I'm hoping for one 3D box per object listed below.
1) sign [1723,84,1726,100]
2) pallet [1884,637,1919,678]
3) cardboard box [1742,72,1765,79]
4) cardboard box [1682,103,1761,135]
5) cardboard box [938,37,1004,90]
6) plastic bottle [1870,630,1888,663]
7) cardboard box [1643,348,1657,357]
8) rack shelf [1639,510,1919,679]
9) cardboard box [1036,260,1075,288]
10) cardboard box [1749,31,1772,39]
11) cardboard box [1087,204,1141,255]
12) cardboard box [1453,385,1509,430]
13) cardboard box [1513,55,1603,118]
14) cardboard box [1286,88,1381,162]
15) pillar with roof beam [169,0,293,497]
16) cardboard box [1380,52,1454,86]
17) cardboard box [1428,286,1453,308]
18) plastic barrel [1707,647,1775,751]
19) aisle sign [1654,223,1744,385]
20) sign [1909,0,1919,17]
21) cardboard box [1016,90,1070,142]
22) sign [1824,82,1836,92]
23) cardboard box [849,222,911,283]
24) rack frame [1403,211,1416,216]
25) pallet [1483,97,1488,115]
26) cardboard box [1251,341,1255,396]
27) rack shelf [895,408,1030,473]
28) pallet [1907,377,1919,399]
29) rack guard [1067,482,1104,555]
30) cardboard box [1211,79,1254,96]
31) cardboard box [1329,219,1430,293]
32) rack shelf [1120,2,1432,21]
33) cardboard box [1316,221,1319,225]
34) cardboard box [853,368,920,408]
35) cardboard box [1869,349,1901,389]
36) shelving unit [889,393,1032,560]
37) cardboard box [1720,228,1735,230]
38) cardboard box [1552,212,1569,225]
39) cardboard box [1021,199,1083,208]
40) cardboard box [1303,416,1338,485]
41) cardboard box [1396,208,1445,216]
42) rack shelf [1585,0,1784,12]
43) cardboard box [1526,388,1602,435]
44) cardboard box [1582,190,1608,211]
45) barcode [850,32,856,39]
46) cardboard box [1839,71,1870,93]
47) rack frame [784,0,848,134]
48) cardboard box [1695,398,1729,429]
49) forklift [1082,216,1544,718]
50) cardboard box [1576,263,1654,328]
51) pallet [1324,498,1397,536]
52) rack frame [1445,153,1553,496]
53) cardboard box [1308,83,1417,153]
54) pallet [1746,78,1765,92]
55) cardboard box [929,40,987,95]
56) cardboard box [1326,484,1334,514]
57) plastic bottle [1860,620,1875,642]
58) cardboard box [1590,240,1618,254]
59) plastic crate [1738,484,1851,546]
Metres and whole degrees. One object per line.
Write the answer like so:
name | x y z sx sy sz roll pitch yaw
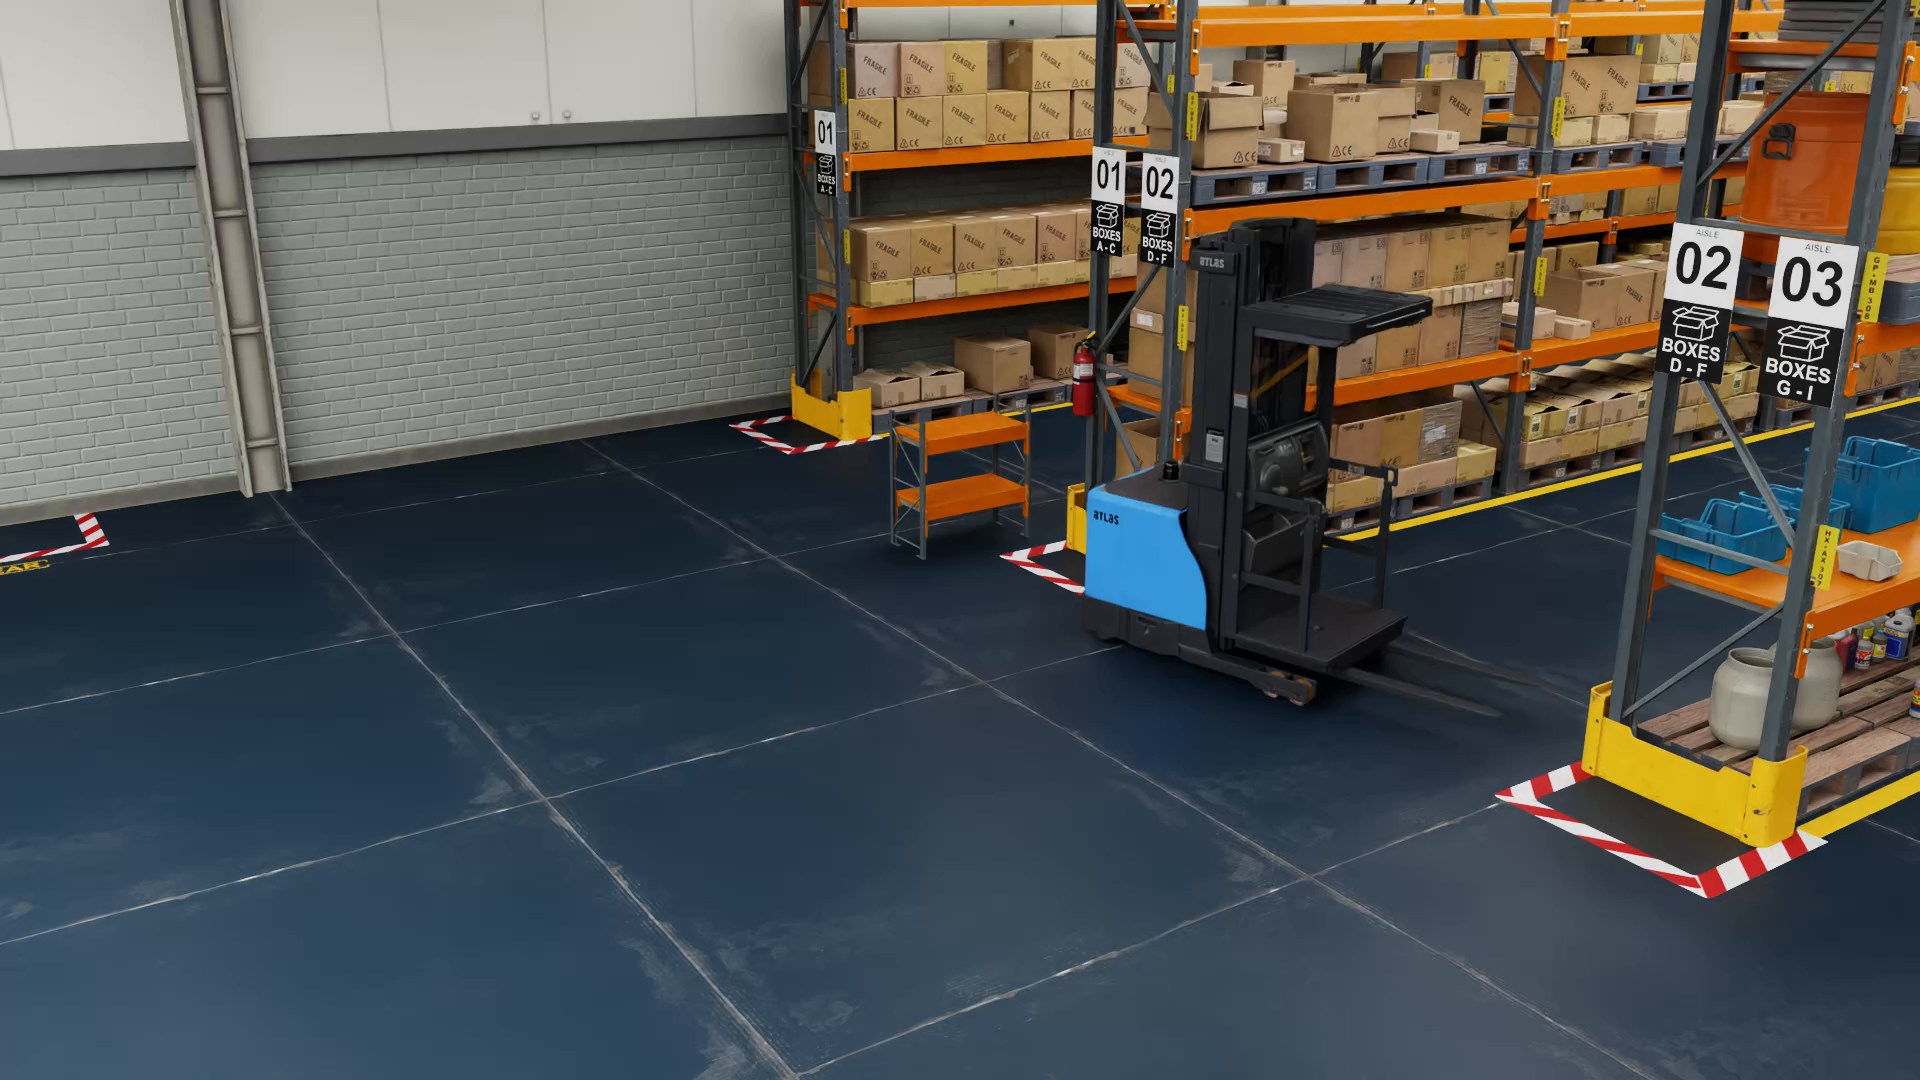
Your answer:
sign | 7.716 -4.475 16.807 0.005 0.325 0.100 -12 22 -31
pallet | 6.810 0.795 11.065 1.213 0.211 1.003 -12 22 -31
cardboard box | 11.067 -6.701 23.622 0.500 0.250 0.500 -13 23 -33
cardboard box | 7.237 -4.020 15.848 0.500 0.250 0.500 -11 22 -30
cardboard box | 0.118 -4.943 17.250 0.500 0.500 0.500 -12 22 -31
plastic bottle | 5.926 0.680 10.731 0.097 0.201 0.097 0 19 0
cardboard box | 7.414 -1.812 17.183 0.500 0.311 0.500 -11 22 -30
rack shelf | 5.723 0.060 10.008 4.000 0.370 1.077 -12 22 -31
cardboard box | 0.884 -2.879 17.780 0.500 0.250 0.500 -12 22 -32
cardboard box | 11.082 -7.062 23.517 0.500 0.500 0.500 -11 22 -30
cardboard box | 1.720 -3.411 18.183 0.500 0.500 0.500 -12 22 -32
cardboard box | 4.853 -1.269 15.577 0.500 0.311 0.500 -12 22 -31
cardboard box | 5.209 -3.961 14.503 0.500 0.500 0.500 -12 22 -31
cardboard box | 2.869 -3.208 12.835 0.500 0.500 0.500 -12 22 -31
pillar with roof beam | -3.931 -3.567 10.246 0.400 9.000 9.100 -12 22 -31
cardboard box | 5.651 -5.764 20.584 0.500 0.500 0.700 -14 23 -36
cardboard box | 3.919 -2.072 14.022 0.250 0.149 0.380 -12 22 -32
plastic barrel | 4.560 0.914 9.586 0.421 0.512 0.421 0 19 0
aisle sign | 3.829 -1.227 8.632 0.004 0.787 0.394 -12 22 -31
sign | 4.352 -2.524 7.486 0.005 0.325 0.100 -12 22 -31
cardboard box | 0.788 -4.413 17.243 0.500 0.500 0.500 -13 23 -33
sign | 8.311 -4.217 15.921 0.005 0.325 0.100 -12 22 -31
cardboard box | -0.832 -2.876 16.601 0.500 0.500 0.500 -12 22 -31
rack frame | 5.285 -3.988 20.858 0.127 3.000 1.000 -12 22 -31
pallet | 5.794 -5.447 20.785 1.003 0.211 1.213 -11 21 -29
cardboard box | 2.164 -1.475 13.267 0.500 0.500 0.700 -11 22 -30
rack shelf | 0.006 -0.811 13.474 1.000 0.278 0.538 -12 22 -31
pallet | 10.695 -1.894 19.017 1.213 0.211 1.003 -12 22 -31
rack guard | 1.311 -0.066 13.160 0.348 0.500 1.175 -12 22 -31
cardboard box | 2.960 -5.045 18.783 0.500 0.311 0.500 -11 22 -30
cardboard box | 3.465 -2.364 13.872 0.500 0.500 0.700 -12 22 -31
rack shelf | 3.615 -5.947 19.034 4.000 0.370 1.077 -12 22 -31
cardboard box | 3.870 -3.933 19.852 0.500 0.500 0.700 -12 22 -31
cardboard box | -0.769 -1.611 17.339 0.500 0.311 0.500 -15 24 -37
cardboard box | 9.839 -1.966 18.092 0.500 0.500 0.500 -13 23 -33
shelving unit | 0.006 -0.534 13.568 1.048 1.125 0.538 -12 22 -31
cardboard box | 11.432 -4.645 25.034 0.250 0.149 0.380 -12 22 -31
cardboard box | 7.872 -4.301 22.145 0.250 0.149 0.380 -12 22 -31
cardboard box | 1.003 -3.460 18.328 0.500 0.500 0.500 -12 22 -32
cardboard box | 2.729 -0.721 13.661 0.500 0.500 0.500 -12 22 -31
cardboard box | 5.832 -4.203 20.841 0.500 0.500 0.500 -11 22 -30
rack shelf | 10.296 -7.357 23.202 4.000 0.370 1.077 -12 22 -31
cardboard box | 5.575 -1.214 15.414 0.500 0.311 0.500 -12 22 -32
cardboard box | 8.379 -4.742 22.435 0.500 0.500 0.500 -12 22 -32
barcode | -1.078 -5.064 16.702 0.075 0.075 0.001 -12 22 -31
cardboard box | 8.807 -4.771 16.772 0.500 0.500 0.500 -12 22 -31
rack frame | -1.396 -5.421 15.729 0.127 3.000 1.000 -12 22 -31
cardboard box | 7.279 -1.310 16.575 0.500 0.250 0.500 -12 22 -32
forklift | 2.298 -0.522 10.713 3.031 2.935 1.130 16 24 39
cardboard box | 6.181 -2.318 15.763 0.500 0.500 0.500 -12 22 -31
pallet | 2.965 -0.293 14.282 1.213 0.211 1.003 -12 22 -31
rack frame | 4.672 -1.959 14.856 0.127 3.000 1.000 -12 22 -31
cardboard box | 3.227 -3.438 13.511 0.637 0.503 0.797 -9 21 -25
pallet | 11.353 -6.643 24.165 1.213 0.211 1.003 -12 22 -31
cardboard box | -0.072 -4.701 16.536 0.500 0.500 0.500 -11 22 -30
cardboard box | 2.735 -0.363 13.772 0.500 0.250 0.500 -12 22 -31
plastic bottle | 5.823 0.585 10.780 0.185 0.351 0.144 -11 22 -29
cardboard box | 9.077 -4.147 23.561 0.250 0.149 0.380 -12 22 -32
plastic crate | 4.852 -0.140 9.706 0.408 0.251 0.499 -12 22 -31
